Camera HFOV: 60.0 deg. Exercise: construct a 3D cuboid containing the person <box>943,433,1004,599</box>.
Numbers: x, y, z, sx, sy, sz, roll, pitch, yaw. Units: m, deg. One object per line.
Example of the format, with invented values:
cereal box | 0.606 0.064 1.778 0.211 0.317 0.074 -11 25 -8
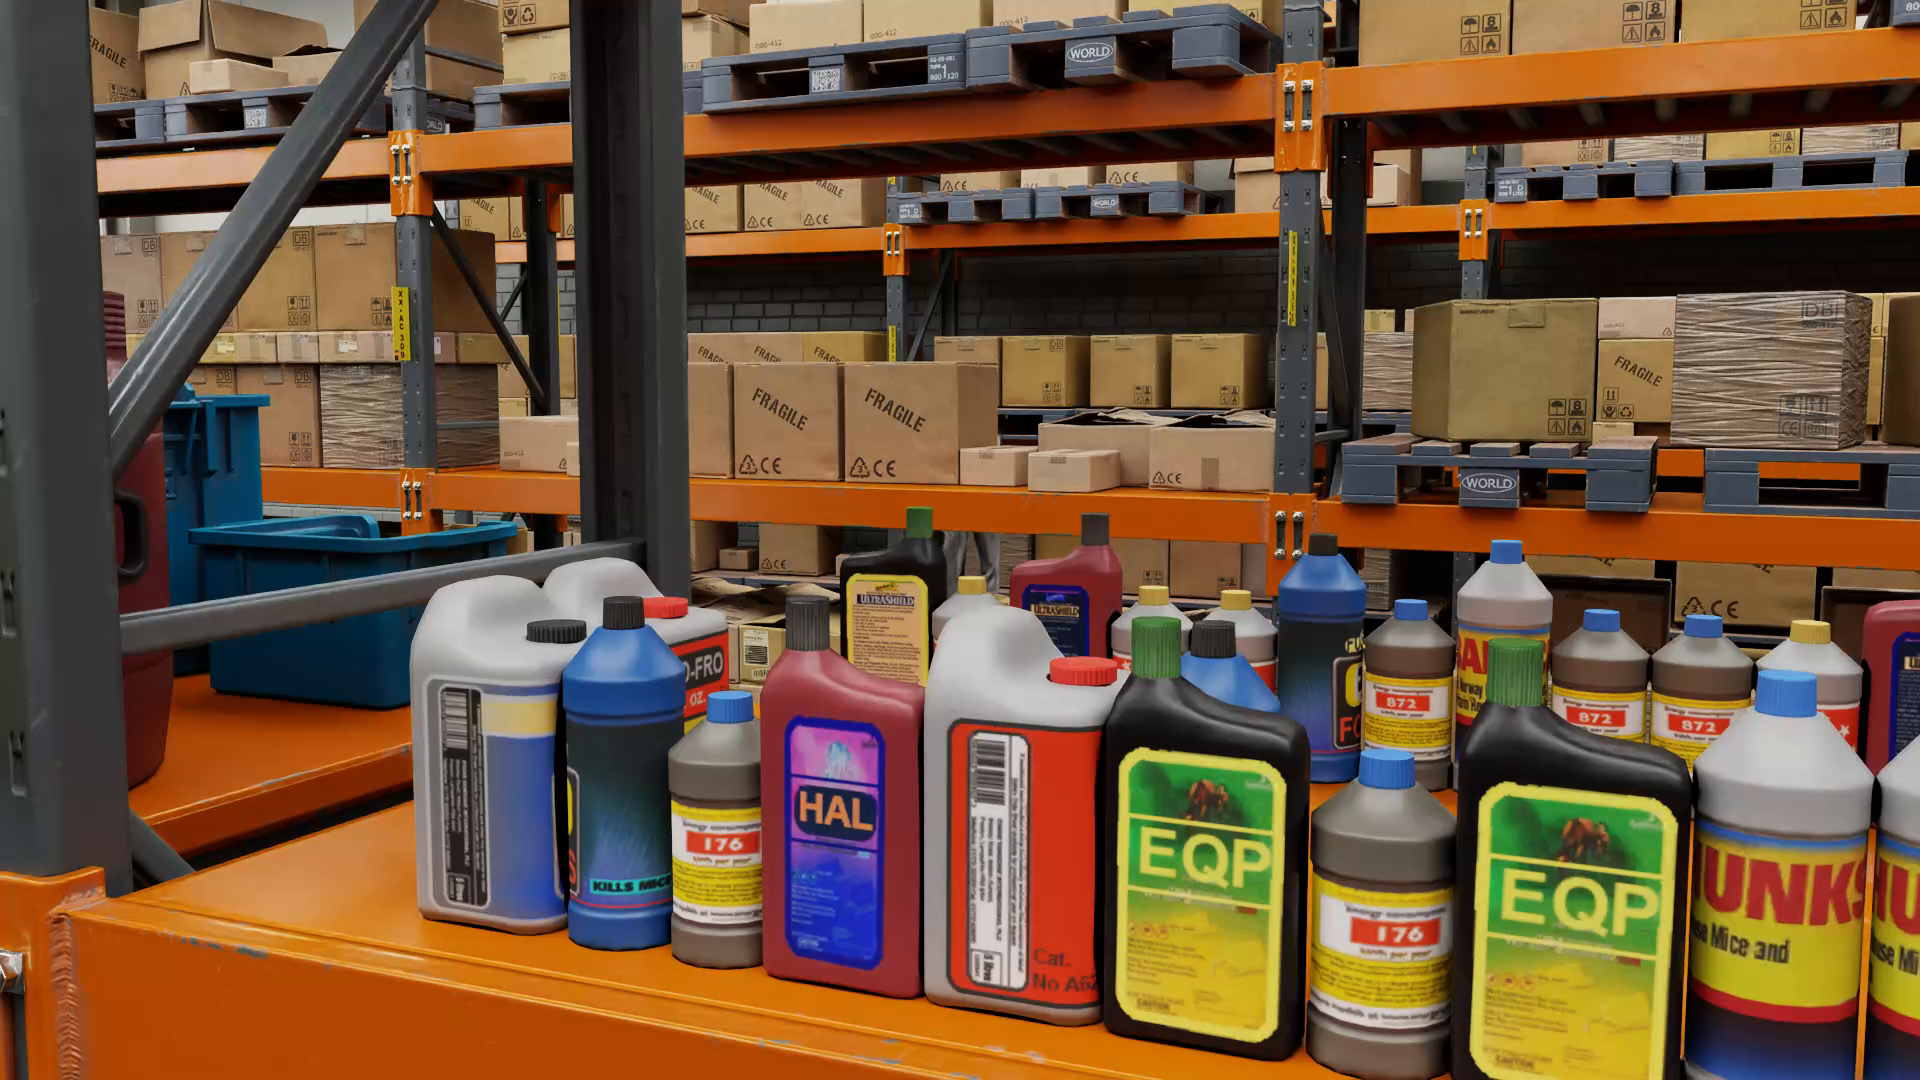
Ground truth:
person | 0.081 -0.175 10.821 0.510 1.672 0.475 -2 6 -22
